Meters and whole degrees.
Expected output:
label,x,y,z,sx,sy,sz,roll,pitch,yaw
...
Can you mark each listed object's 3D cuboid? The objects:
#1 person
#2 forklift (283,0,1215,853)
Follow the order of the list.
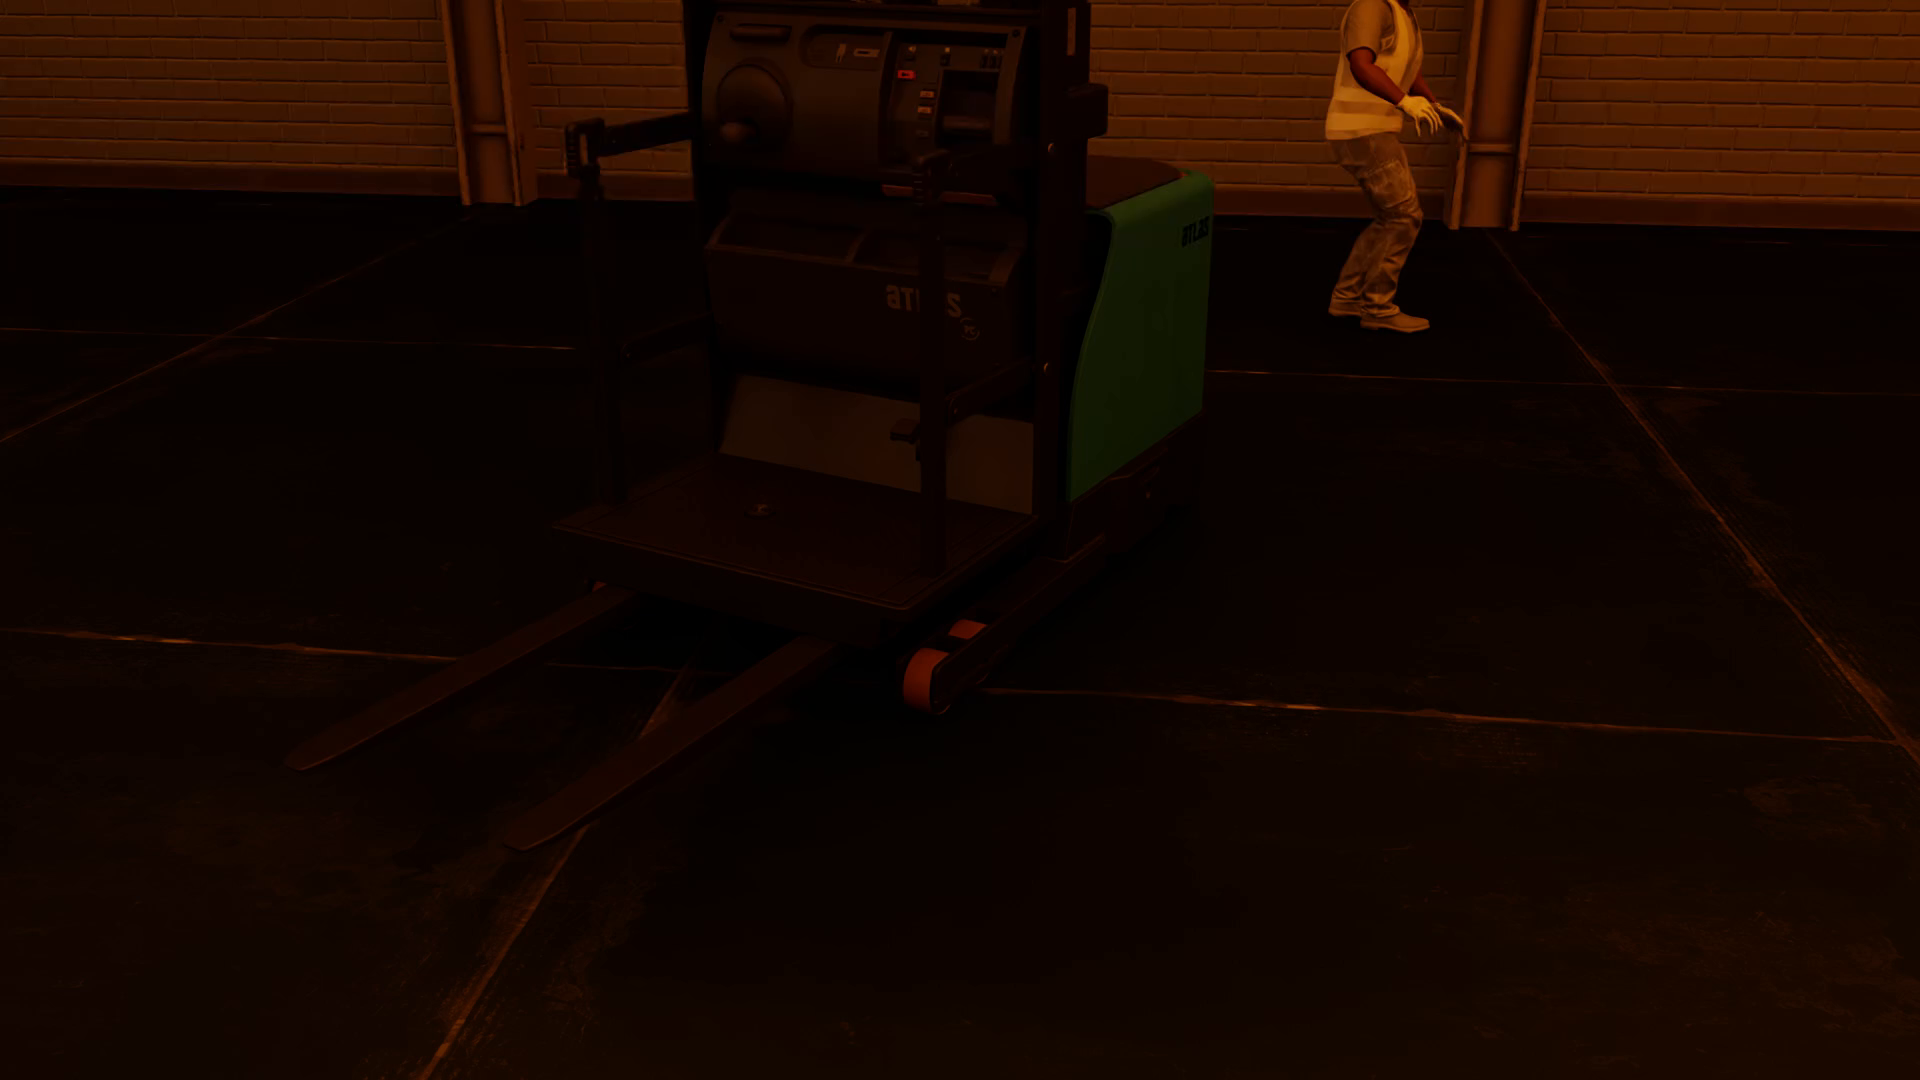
label,x,y,z,sx,sy,sz,roll,pitch,yaw
person,1.922,-1.779,7.340,0.592,1.723,0.808,8,23,18
forklift,-0.363,-1.121,4.037,1.130,2.935,3.031,12,25,27
